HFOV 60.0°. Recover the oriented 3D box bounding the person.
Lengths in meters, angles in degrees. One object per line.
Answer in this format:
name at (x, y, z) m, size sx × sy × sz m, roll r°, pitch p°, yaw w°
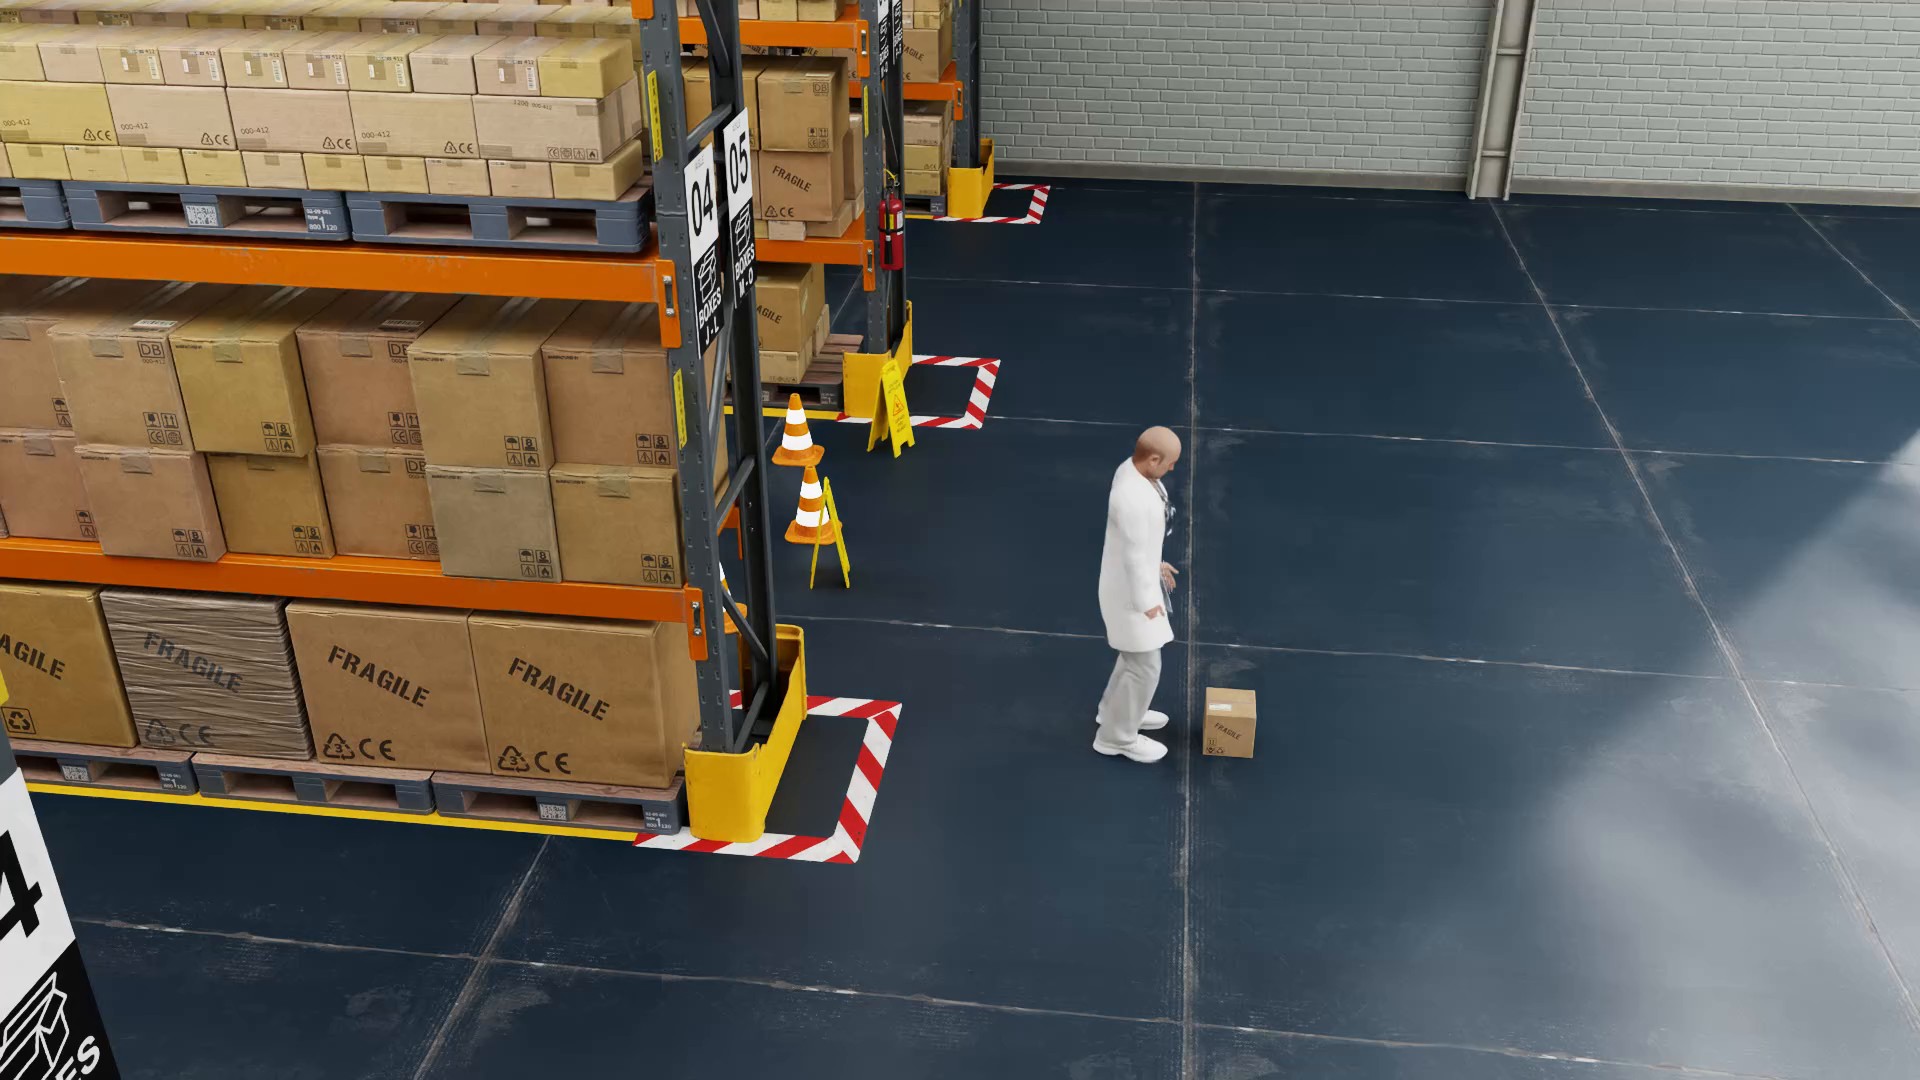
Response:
person at (0.885, 0.241, 8.225) m, size 0.388 × 1.752 × 0.579 m, roll 4°, pitch 28°, yaw 7°
